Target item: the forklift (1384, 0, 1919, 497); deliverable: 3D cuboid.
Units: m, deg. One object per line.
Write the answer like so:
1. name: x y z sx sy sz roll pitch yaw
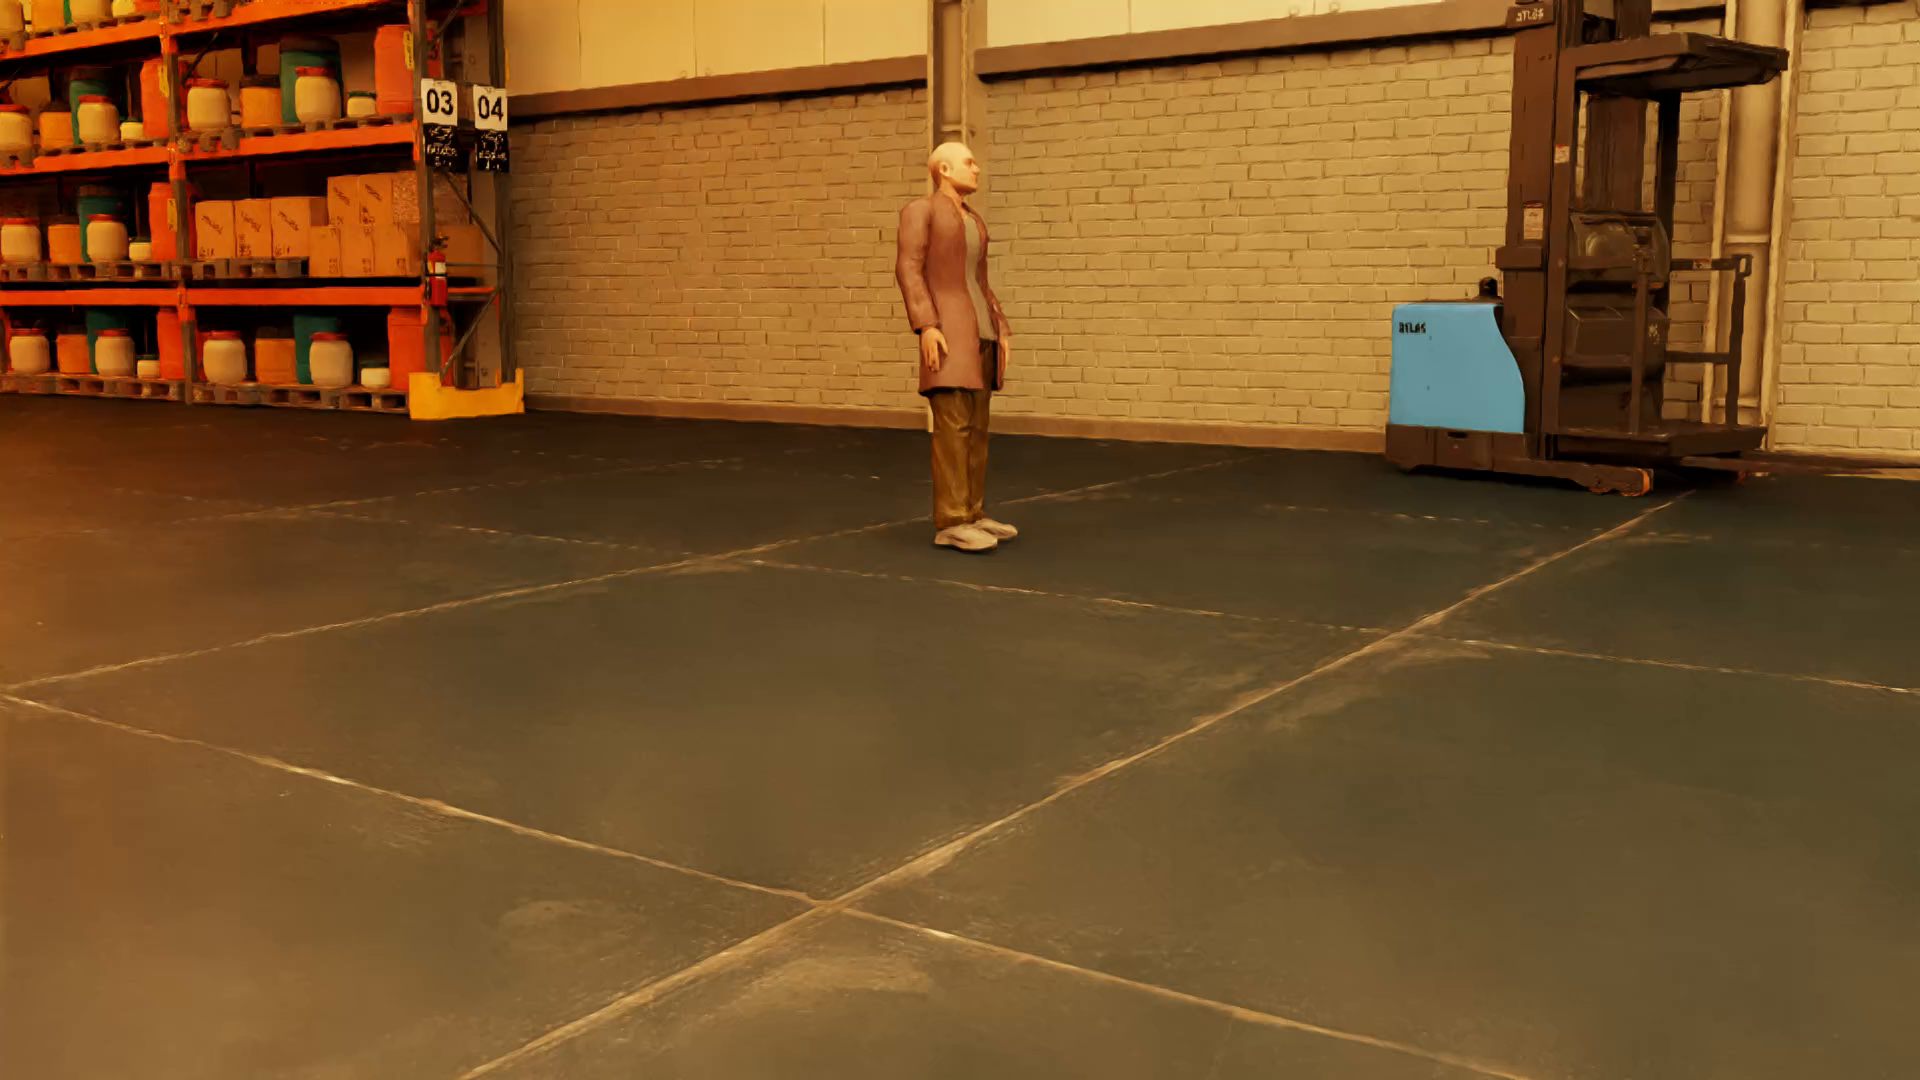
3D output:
1. forklift: 4.006 -1.766 9.614 1.130 2.935 3.031 -6 10 -36

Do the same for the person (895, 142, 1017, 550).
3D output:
1. person: 0.073 -0.879 7.423 0.580 1.776 0.694 5 10 34
